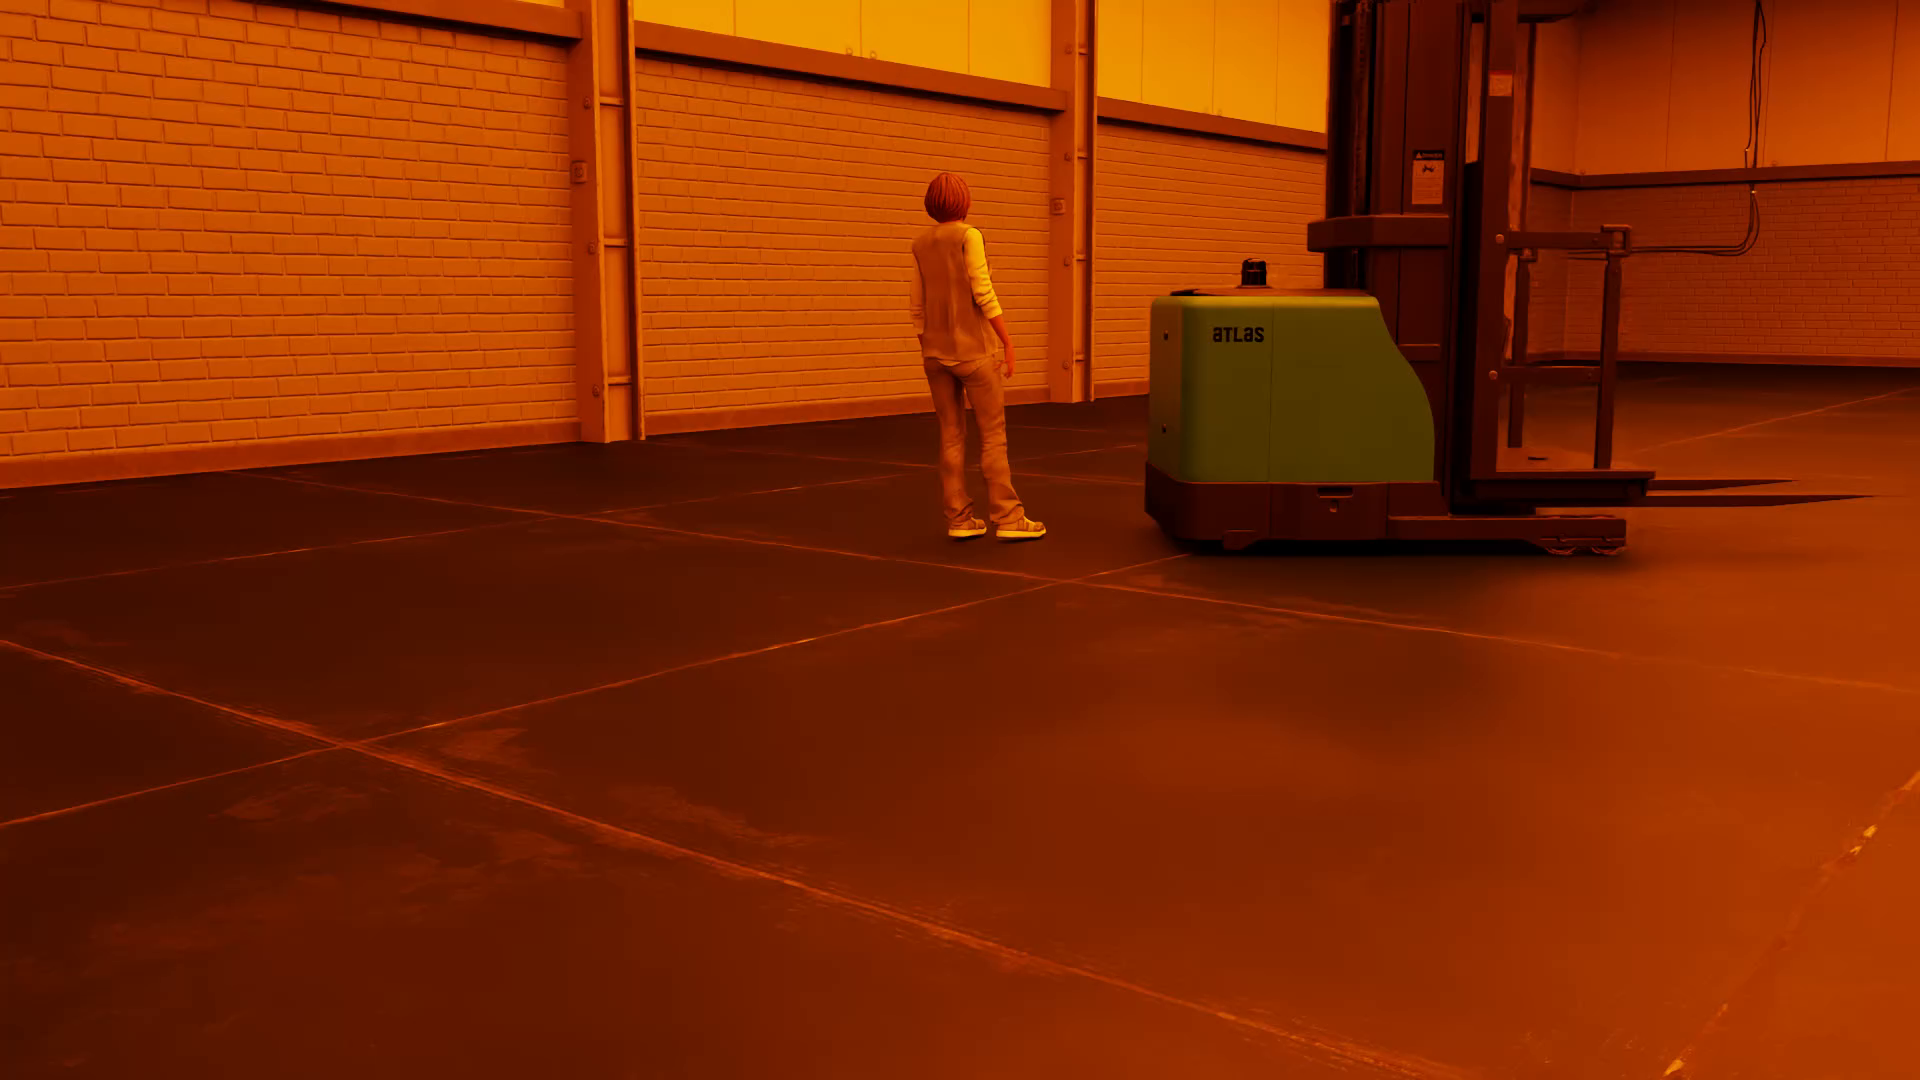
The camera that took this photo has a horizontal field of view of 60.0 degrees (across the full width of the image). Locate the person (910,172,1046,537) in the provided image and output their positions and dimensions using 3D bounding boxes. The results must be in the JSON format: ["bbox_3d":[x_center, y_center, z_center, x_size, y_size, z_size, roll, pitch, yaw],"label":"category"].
[{"bbox_3d":[0.057,-0.805,7.336,0.520,1.597,0.475,7,11,38],"label":"person"}]

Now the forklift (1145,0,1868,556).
[{"bbox_3d":[2.401,-1.462,7.270,3.031,2.935,1.130,0,8,-2],"label":"forklift"}]
